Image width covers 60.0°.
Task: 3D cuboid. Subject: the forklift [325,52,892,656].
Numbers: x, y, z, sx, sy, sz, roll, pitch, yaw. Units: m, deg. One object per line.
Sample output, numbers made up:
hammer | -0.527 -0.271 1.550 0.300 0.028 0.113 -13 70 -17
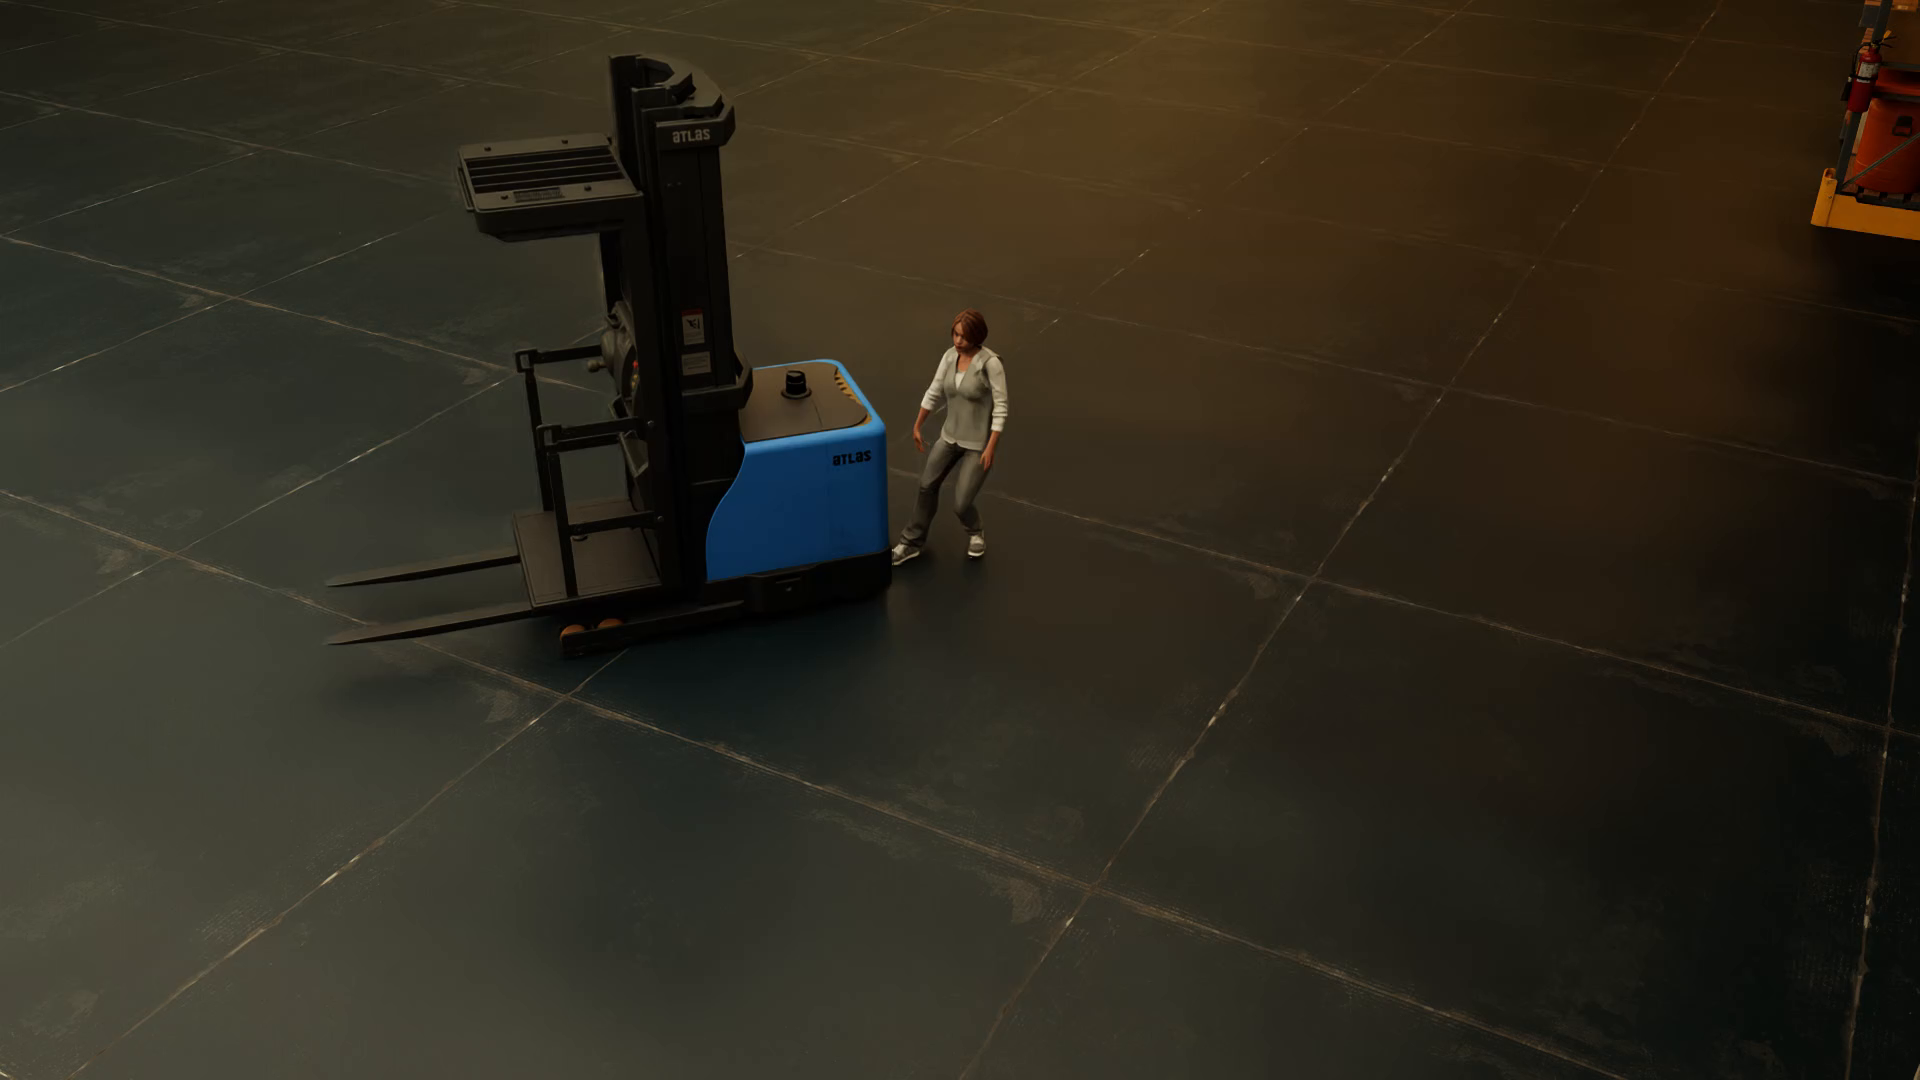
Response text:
forklift | -1.959 -0.943 8.704 3.031 2.935 1.130 -10 31 -17

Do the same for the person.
person | -0.062 -0.535 9.382 0.585 1.538 0.587 23 37 34
